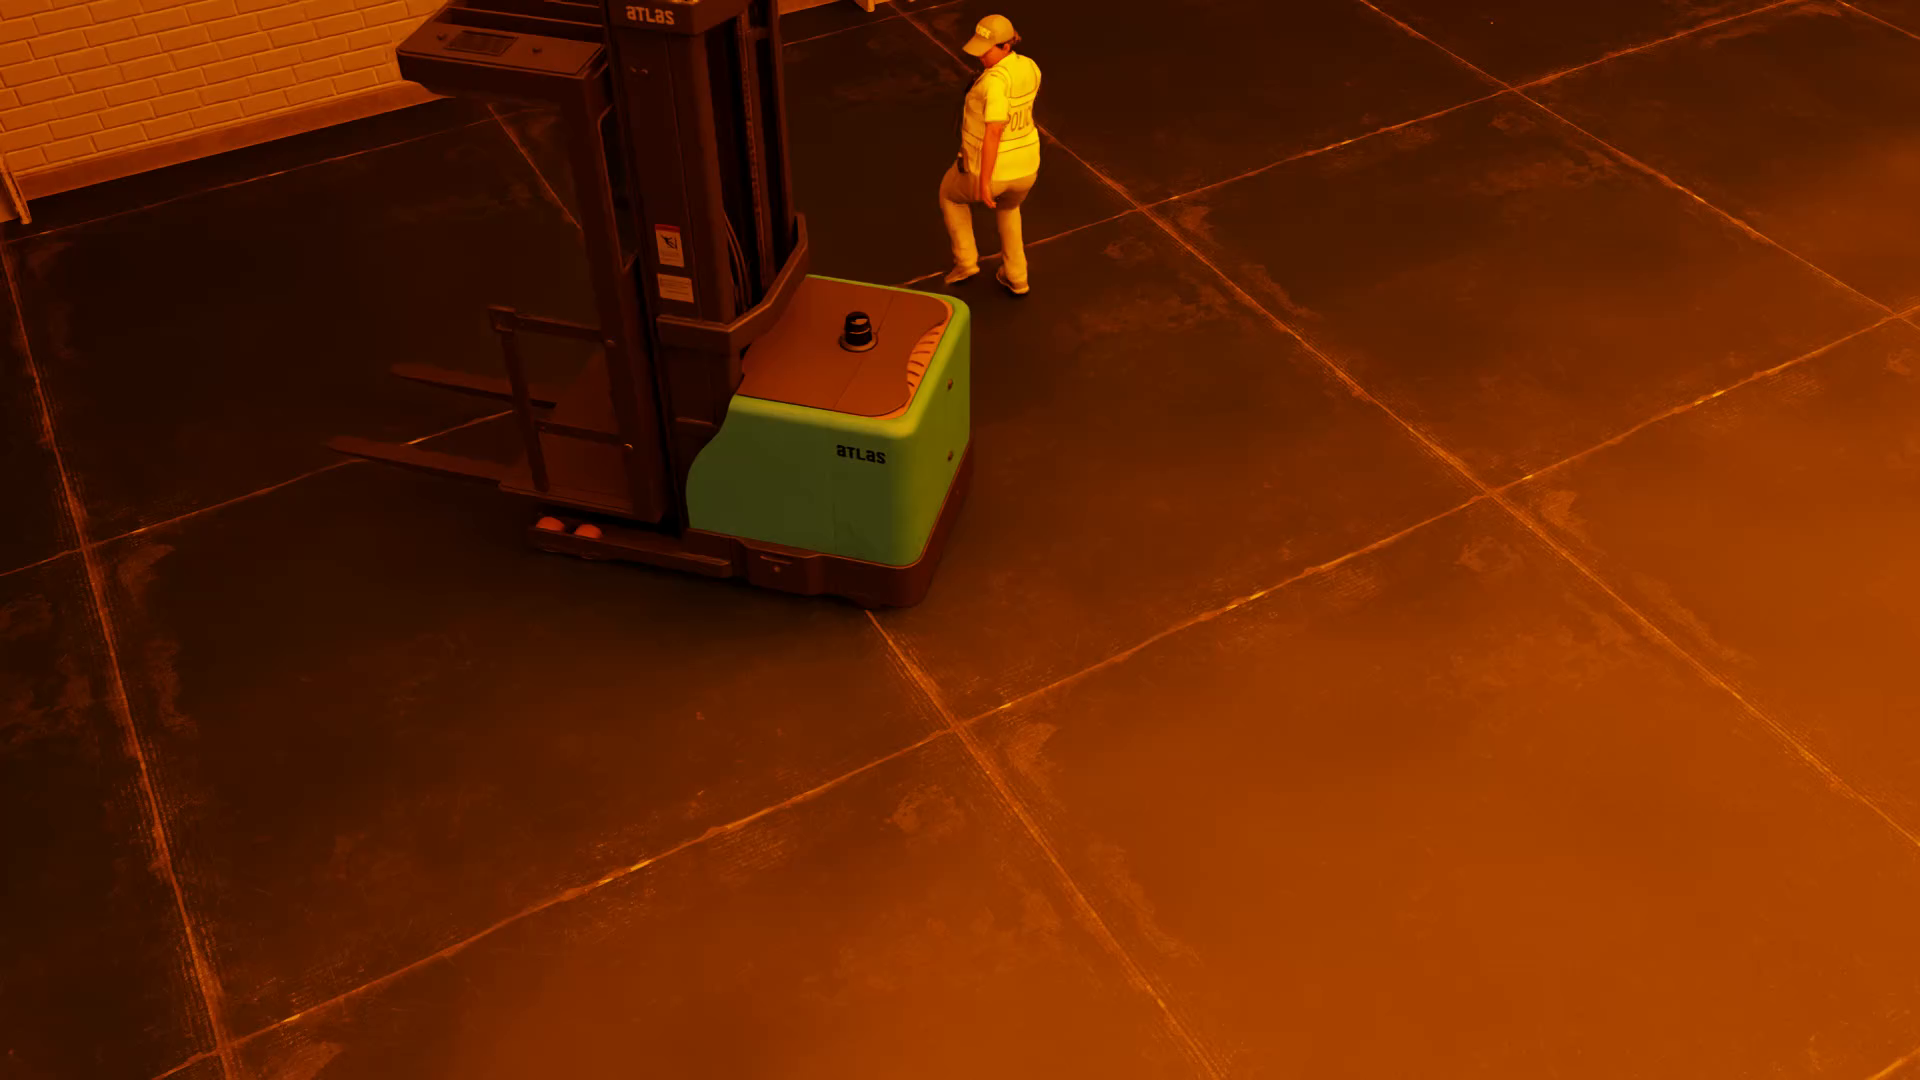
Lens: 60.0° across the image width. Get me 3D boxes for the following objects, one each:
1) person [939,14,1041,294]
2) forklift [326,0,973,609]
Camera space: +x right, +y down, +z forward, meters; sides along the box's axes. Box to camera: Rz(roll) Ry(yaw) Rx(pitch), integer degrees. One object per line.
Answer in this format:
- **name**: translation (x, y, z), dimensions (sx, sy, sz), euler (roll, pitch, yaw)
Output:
- **person**: translation (0.196, -2.005, 8.880), dimensions (0.610, 1.648, 0.712), euler (-25, 48, -24)
- **forklift**: translation (-1.514, -1.319, 7.120), dimensions (3.031, 2.935, 1.130), euler (10, 44, 11)
